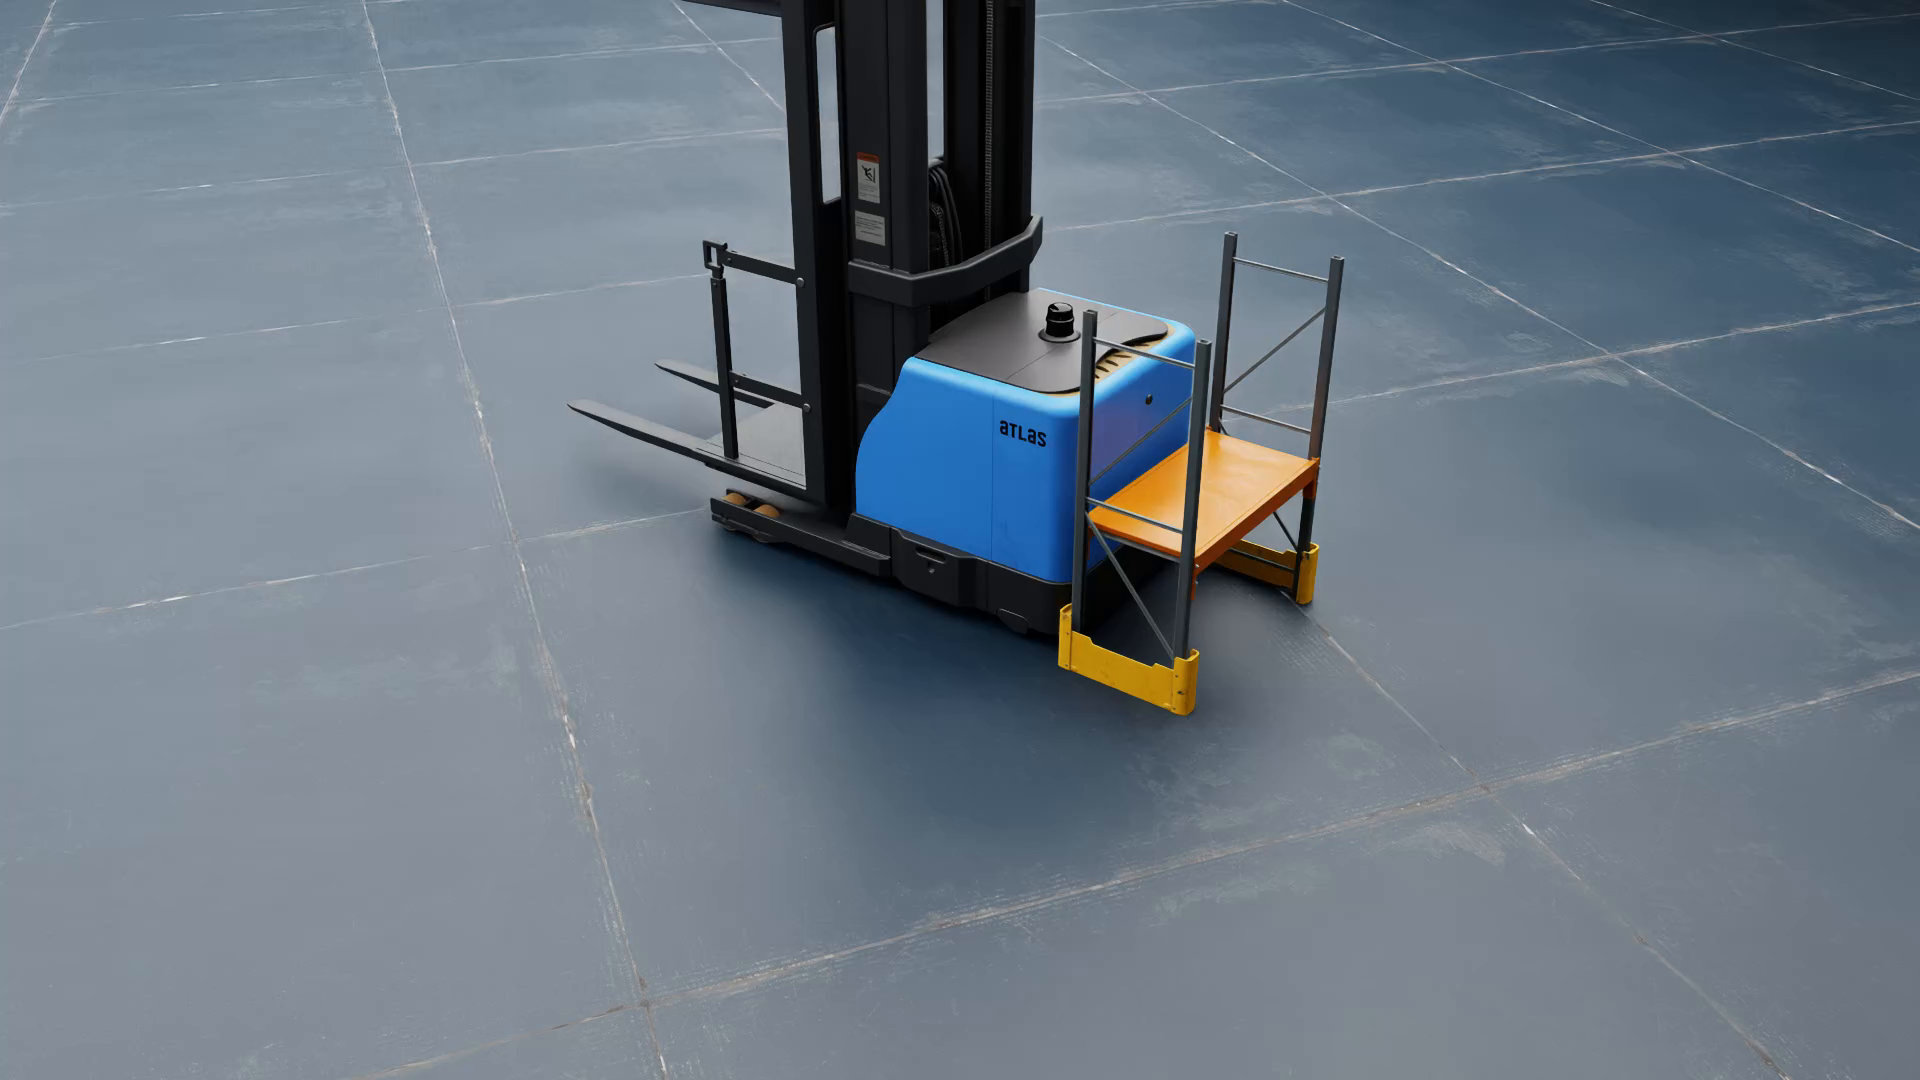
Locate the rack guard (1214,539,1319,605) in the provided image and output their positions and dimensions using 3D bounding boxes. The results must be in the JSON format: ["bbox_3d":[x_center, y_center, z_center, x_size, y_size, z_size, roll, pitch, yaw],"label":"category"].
[{"bbox_3d":[1.239,0.063,7.095,0.587,0.250,0.087,20,35,31],"label":"rack guard"}]

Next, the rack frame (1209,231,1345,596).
[{"bbox_3d":[1.251,-0.488,6.799,0.500,1.500,0.032,20,35,31],"label":"rack frame"}]

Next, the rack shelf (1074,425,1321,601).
[{"bbox_3d":[0.946,-0.130,6.535,0.538,0.185,1.000,20,35,31],"label":"rack shelf"}]

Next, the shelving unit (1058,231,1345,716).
[{"bbox_3d":[0.940,-0.283,6.440,0.587,1.500,1.083,20,35,31],"label":"shelving unit"}]

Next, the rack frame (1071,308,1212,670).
[{"bbox_3d":[0.641,-0.085,6.093,0.500,1.500,0.032,20,35,31],"label":"rack frame"}]

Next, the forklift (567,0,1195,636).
[{"bbox_3d":[-0.511,-1.453,7.049,3.031,2.935,1.130,19,35,30],"label":"forklift"}]

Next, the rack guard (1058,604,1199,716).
[{"bbox_3d":[0.641,0.458,6.403,0.587,0.250,0.087,20,35,31],"label":"rack guard"}]
